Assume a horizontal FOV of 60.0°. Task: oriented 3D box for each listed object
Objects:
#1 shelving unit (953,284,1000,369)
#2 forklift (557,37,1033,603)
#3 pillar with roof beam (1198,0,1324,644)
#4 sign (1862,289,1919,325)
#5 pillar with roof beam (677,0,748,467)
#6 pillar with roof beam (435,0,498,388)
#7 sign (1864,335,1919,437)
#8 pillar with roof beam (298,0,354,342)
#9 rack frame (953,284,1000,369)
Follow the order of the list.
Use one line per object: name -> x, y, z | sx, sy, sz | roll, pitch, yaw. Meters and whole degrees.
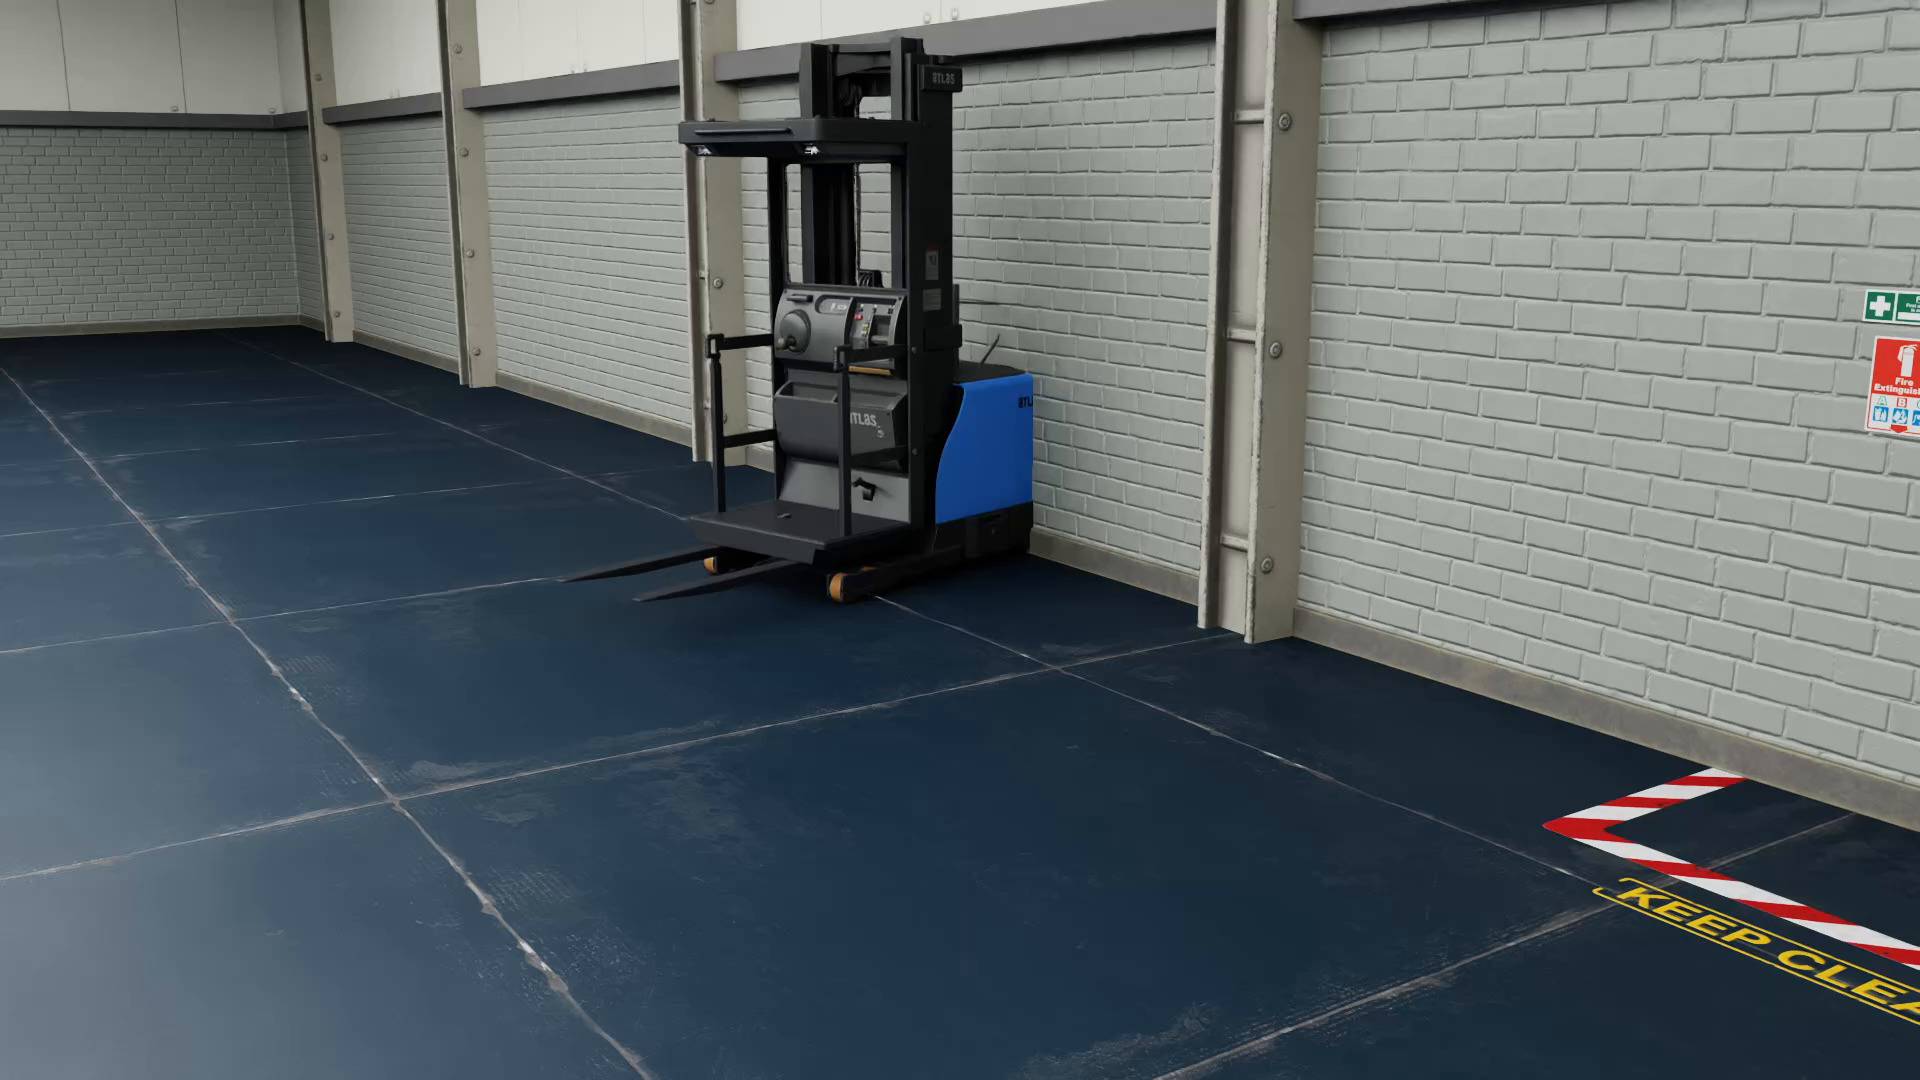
shelving unit -> -0.192, -0.813, 10.374 | 0.587, 1.500, 1.083 | -4, 8, -41
forklift -> -0.809, -1.215, 9.057 | 1.130, 2.935, 3.031 | 10, 16, 39
pillar with roof beam -> -2.154, -3.436, 5.008 | 9.100, 9.000, 0.400 | -8, 15, -33
sign -> 3.192, -0.776, 5.567 | 0.001, 0.109, 0.331 | -8, 15, -33
pillar with roof beam -> -5.478, -4.503, 9.888 | 9.100, 9.000, 0.400 | -8, 15, -33
pillar with roof beam -> -8.802, -5.570, 14.767 | 9.100, 9.000, 0.400 | -8, 15, -33
sign -> 3.196, -0.519, 5.632 | 0.001, 0.329, 0.234 | -8, 15, -33
pillar with roof beam -> -12.127, -6.637, 19.647 | 9.100, 9.000, 0.400 | -8, 15, -33
rack frame -> 0.136, -0.771, 9.999 | 0.500, 1.500, 0.032 | -4, 8, -41
